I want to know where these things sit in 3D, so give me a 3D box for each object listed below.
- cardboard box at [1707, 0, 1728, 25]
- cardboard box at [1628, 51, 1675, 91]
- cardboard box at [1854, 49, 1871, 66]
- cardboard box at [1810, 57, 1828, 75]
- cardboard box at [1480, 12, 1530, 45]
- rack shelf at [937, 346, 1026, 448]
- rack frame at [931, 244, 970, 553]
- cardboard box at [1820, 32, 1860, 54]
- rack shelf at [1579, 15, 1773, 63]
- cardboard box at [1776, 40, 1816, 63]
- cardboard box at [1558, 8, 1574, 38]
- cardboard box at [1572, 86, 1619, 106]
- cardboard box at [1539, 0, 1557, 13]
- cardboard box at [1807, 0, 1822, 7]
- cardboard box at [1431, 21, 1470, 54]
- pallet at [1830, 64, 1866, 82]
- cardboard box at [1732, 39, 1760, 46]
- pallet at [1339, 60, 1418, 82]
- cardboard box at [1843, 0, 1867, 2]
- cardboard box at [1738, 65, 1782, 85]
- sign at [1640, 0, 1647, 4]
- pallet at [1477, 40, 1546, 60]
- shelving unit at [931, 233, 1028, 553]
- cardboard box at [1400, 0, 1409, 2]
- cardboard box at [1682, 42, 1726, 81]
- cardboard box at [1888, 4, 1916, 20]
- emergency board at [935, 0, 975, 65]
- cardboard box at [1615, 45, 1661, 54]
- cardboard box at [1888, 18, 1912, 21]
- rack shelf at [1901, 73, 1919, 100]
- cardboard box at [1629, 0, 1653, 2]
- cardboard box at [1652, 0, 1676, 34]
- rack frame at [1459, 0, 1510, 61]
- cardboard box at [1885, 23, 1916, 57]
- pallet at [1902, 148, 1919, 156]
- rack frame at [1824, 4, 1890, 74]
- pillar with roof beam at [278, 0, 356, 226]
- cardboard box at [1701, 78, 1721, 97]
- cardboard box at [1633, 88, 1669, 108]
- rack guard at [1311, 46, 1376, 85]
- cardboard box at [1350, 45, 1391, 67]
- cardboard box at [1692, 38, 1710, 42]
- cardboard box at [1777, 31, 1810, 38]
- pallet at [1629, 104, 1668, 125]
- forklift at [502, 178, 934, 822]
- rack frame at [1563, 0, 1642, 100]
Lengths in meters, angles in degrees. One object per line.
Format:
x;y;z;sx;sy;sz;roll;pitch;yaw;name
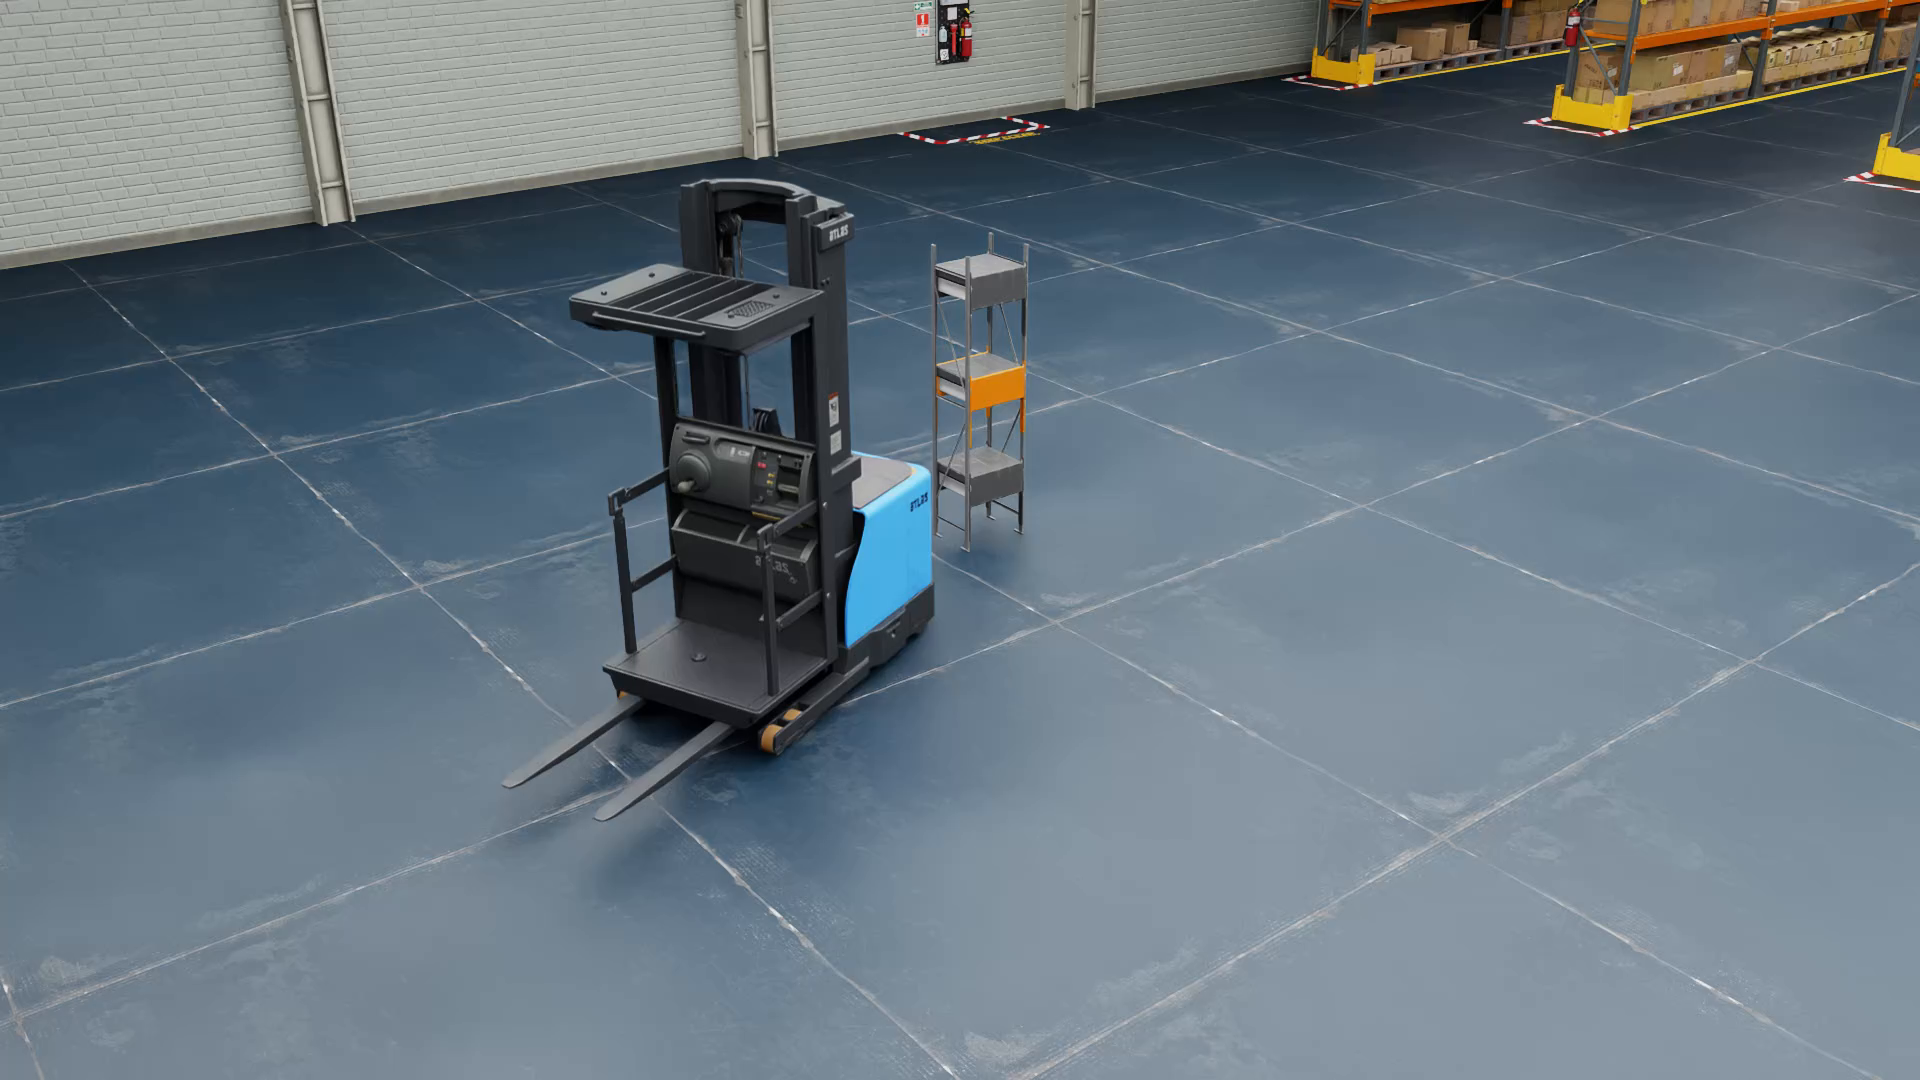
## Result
11.678;-8.466;26.309;0.500;0.500;0.700;-18;30;-33;cardboard box
10.636;-7.246;25.677;0.500;0.500;0.500;-18;31;-34;cardboard box
15.716;-8.571;29.422;0.500;0.250;0.500;-17;30;-33;cardboard box
14.512;-8.171;28.561;0.500;0.250;0.500;-18;30;-33;cardboard box
10.341;-9.708;31.552;0.500;0.500;0.700;-17;30;-32;cardboard box
0.130;-0.983;11.406;0.480;0.518;0.431;-18;31;-34;rack shelf
-0.062;-0.932;11.264;0.015;2.100;0.400;-18;31;-34;rack frame
15.314;-8.688;29.008;0.500;0.311;0.500;-19;31;-35;cardboard box
11.258;-7.960;26.193;4.000;0.370;1.077;-18;31;-34;rack shelf
14.114;-8.291;28.154;0.500;0.311;0.500;-19;31;-36;cardboard box
11.535;-10.113;32.423;0.500;0.500;0.700;-18;31;-34;cardboard box
9.924;-6.947;25.923;0.500;0.250;0.500;-18;31;-34;cardboard box
11.093;-10.300;31.937;0.500;0.250;0.500;-19;31;-35;cardboard box
14.255;-9.312;28.133;0.500;0.500;0.500;-18;30;-34;cardboard box
8.980;-9.229;30.519;0.500;0.500;0.500;-21;32;-38;cardboard box
15.308;-8.379;29.554;1.213;0.211;1.003;-18;31;-34;pallet
13.379;-8.341;28.260;0.500;0.311;0.500;-17;30;-33;cardboard box
7.345;-8.361;29.515;1.213;0.211;1.003;-18;31;-34;pallet
15.442;-9.406;28.752;0.250;0.149;0.380;-18;31;-34;cardboard box
13.302;-7.772;27.700;0.500;0.250;0.500;-19;31;-35;cardboard box
10.022;-8.010;24.324;0.005;0.325;0.100;-18;31;-34;sign
10.384;-9.384;31.718;1.213;0.211;1.003;-18;31;-34;pallet
0.130;-0.995;11.401;0.503;2.100;0.431;-18;31;-34;shelving unit
7.604;-9.509;28.830;0.500;0.250;0.500;-19;31;-36;cardboard box
11.810;-7.639;26.524;0.500;0.500;0.500;-18;31;-34;cardboard box
17.415;-9.855;30.977;0.500;0.250;0.500;-19;31;-35;cardboard box
-0.048;-7.687;24.751;0.643;1.169;0.194;-18;31;-34;emergency board
10.700;-7.553;26.337;0.500;0.500;0.500;-18;31;-34;cardboard box
17.387;-9.504;31.112;0.500;0.500;0.500;-20;31;-36;cardboard box
14.312;-6.318;22.655;4.000;0.370;1.077;-18;31;-34;rack shelf
10.126;-8.137;24.830;0.250;0.149;0.380;-19;31;-34;cardboard box
10.470;-8.067;25.450;0.500;0.500;0.700;-17;30;-33;cardboard box
9.772;-10.446;30.695;0.127;3.000;1.000;-18;31;-34;rack frame
16.922;-9.072;30.181;0.500;0.500;0.500;-20;31;-36;cardboard box
13.411;-5.105;22.498;1.213;0.211;1.003;-18;31;-34;pallet
15.979;-9.845;29.400;0.127;3.000;1.000;-18;31;-34;rack frame
-4.867;-6.495;15.054;0.400;9.000;9.100;-18;31;-34;pillar with roof beam
11.818;-7.295;26.673;0.500;0.250;0.500;-18;31;-34;cardboard box
10.635;-6.907;25.836;0.500;0.250;0.500;-18;31;-34;cardboard box
6.684;-8.293;29.025;0.348;0.500;1.175;-18;31;-34;rack guard
7.224;-8.537;29.252;0.500;0.311;0.500;-23;33;-40;cardboard box
11.885;-7.940;27.172;0.500;0.500;0.500;-18;31;-34;cardboard box
14.575;-8.733;29.105;0.500;0.311;0.500;-19;31;-35;cardboard box
10.260;-6.715;25.967;1.213;0.211;1.003;-18;31;-34;pallet
-1.321;-0.360;9.043;1.130;2.935;3.031;13;28;26;forklift
9.684;-7.767;24.922;0.127;3.000;1.000;-18;31;-34;rack frame
